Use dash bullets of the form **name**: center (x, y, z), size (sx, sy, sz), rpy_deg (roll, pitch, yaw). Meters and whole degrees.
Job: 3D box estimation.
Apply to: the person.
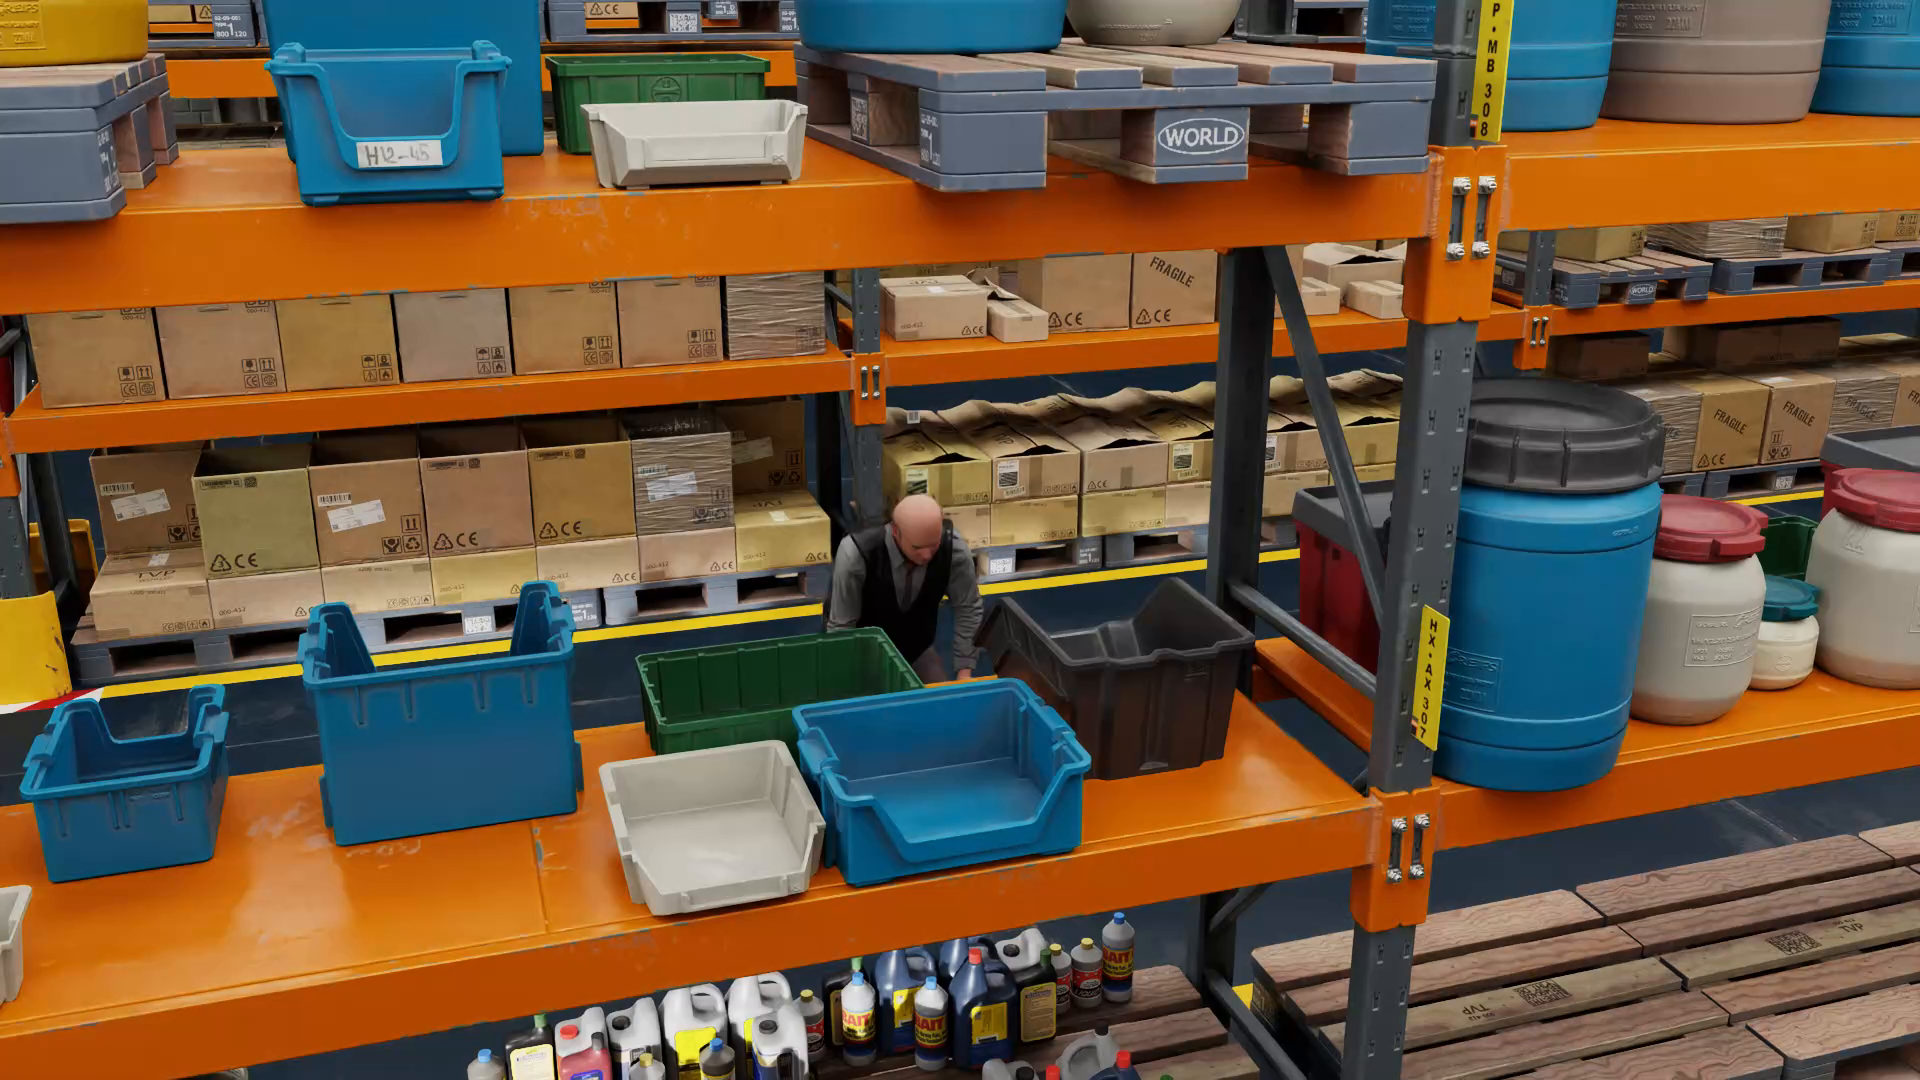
- **person**: center (-0.221, 0.464, 6.174), size (0.590, 1.461, 0.670), rpy_deg (-6, 20, -17)
